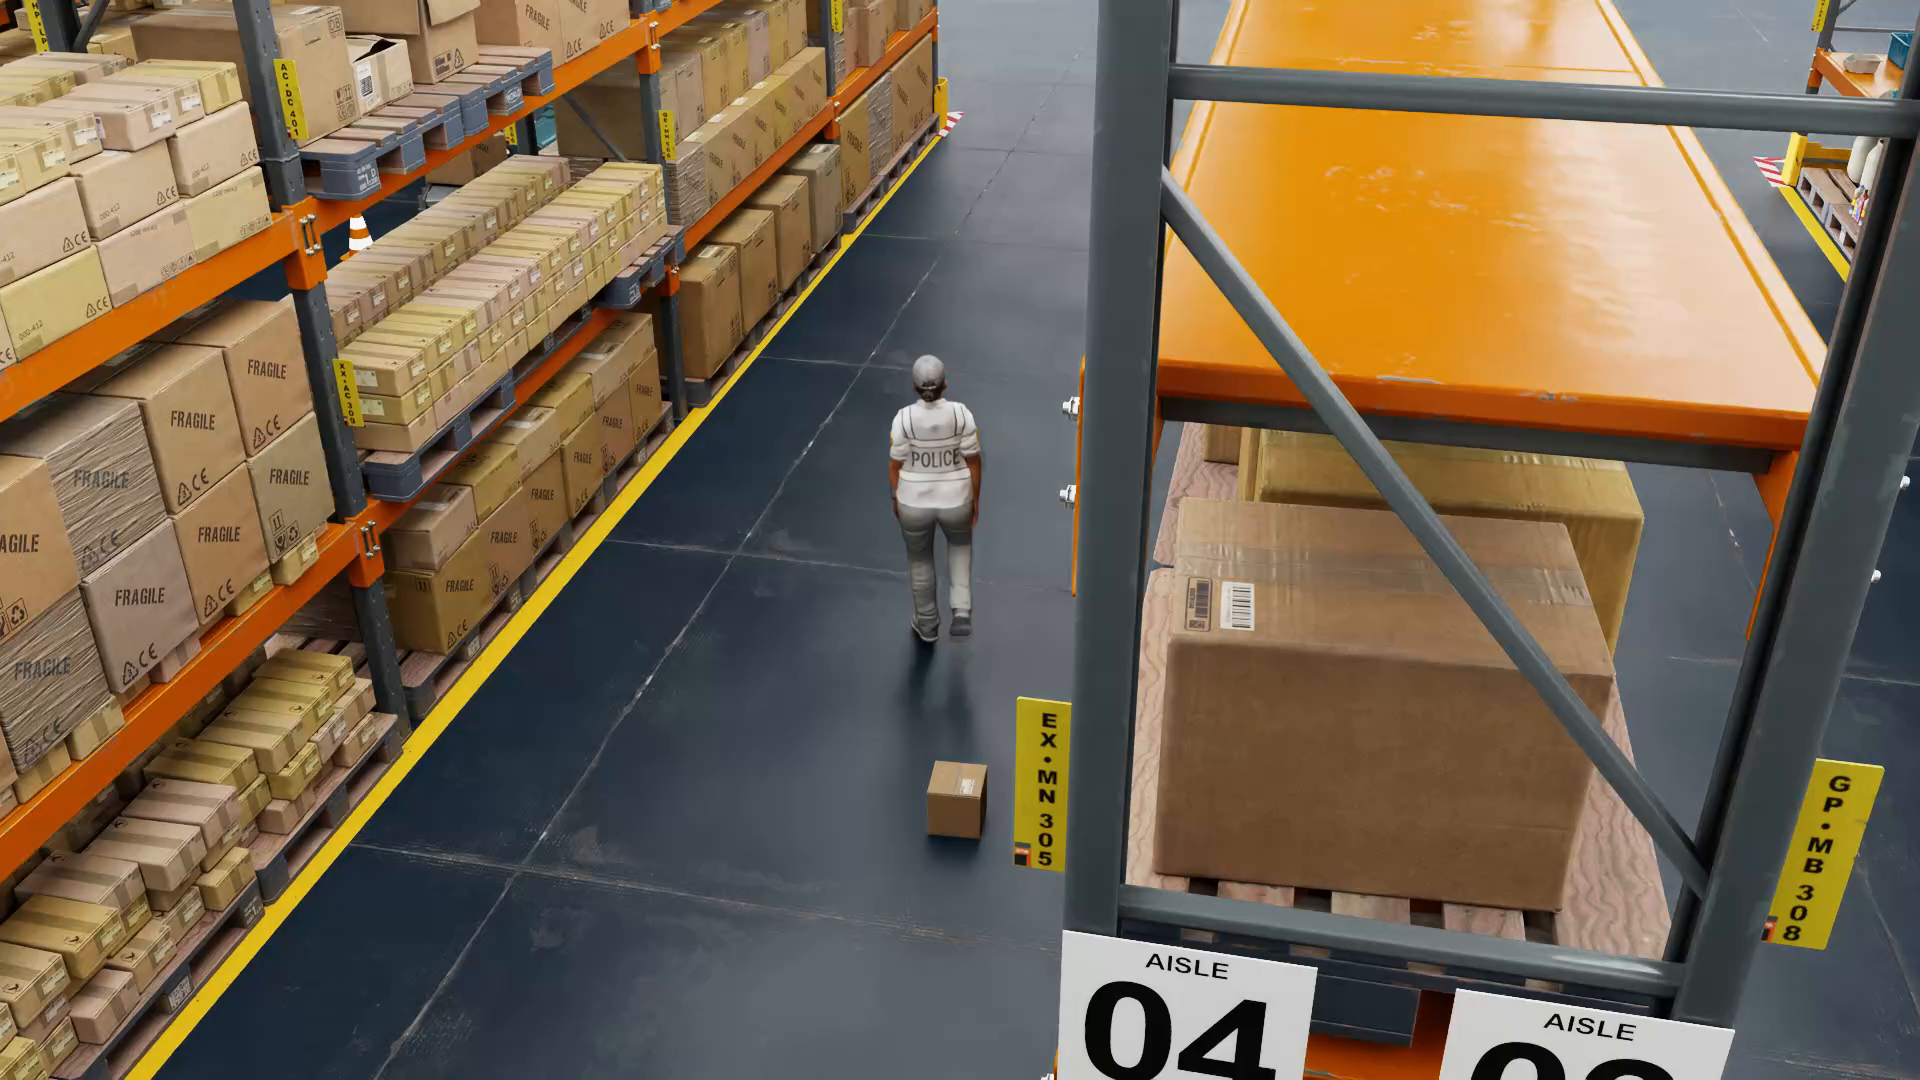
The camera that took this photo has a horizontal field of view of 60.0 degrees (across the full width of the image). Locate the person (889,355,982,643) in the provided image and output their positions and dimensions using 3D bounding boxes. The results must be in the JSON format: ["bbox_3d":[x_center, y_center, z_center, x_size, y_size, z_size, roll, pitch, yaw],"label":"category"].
[{"bbox_3d":[-0.132,-0.203,8.931,0.485,1.661,0.463,-5,29,-9],"label":"person"}]
